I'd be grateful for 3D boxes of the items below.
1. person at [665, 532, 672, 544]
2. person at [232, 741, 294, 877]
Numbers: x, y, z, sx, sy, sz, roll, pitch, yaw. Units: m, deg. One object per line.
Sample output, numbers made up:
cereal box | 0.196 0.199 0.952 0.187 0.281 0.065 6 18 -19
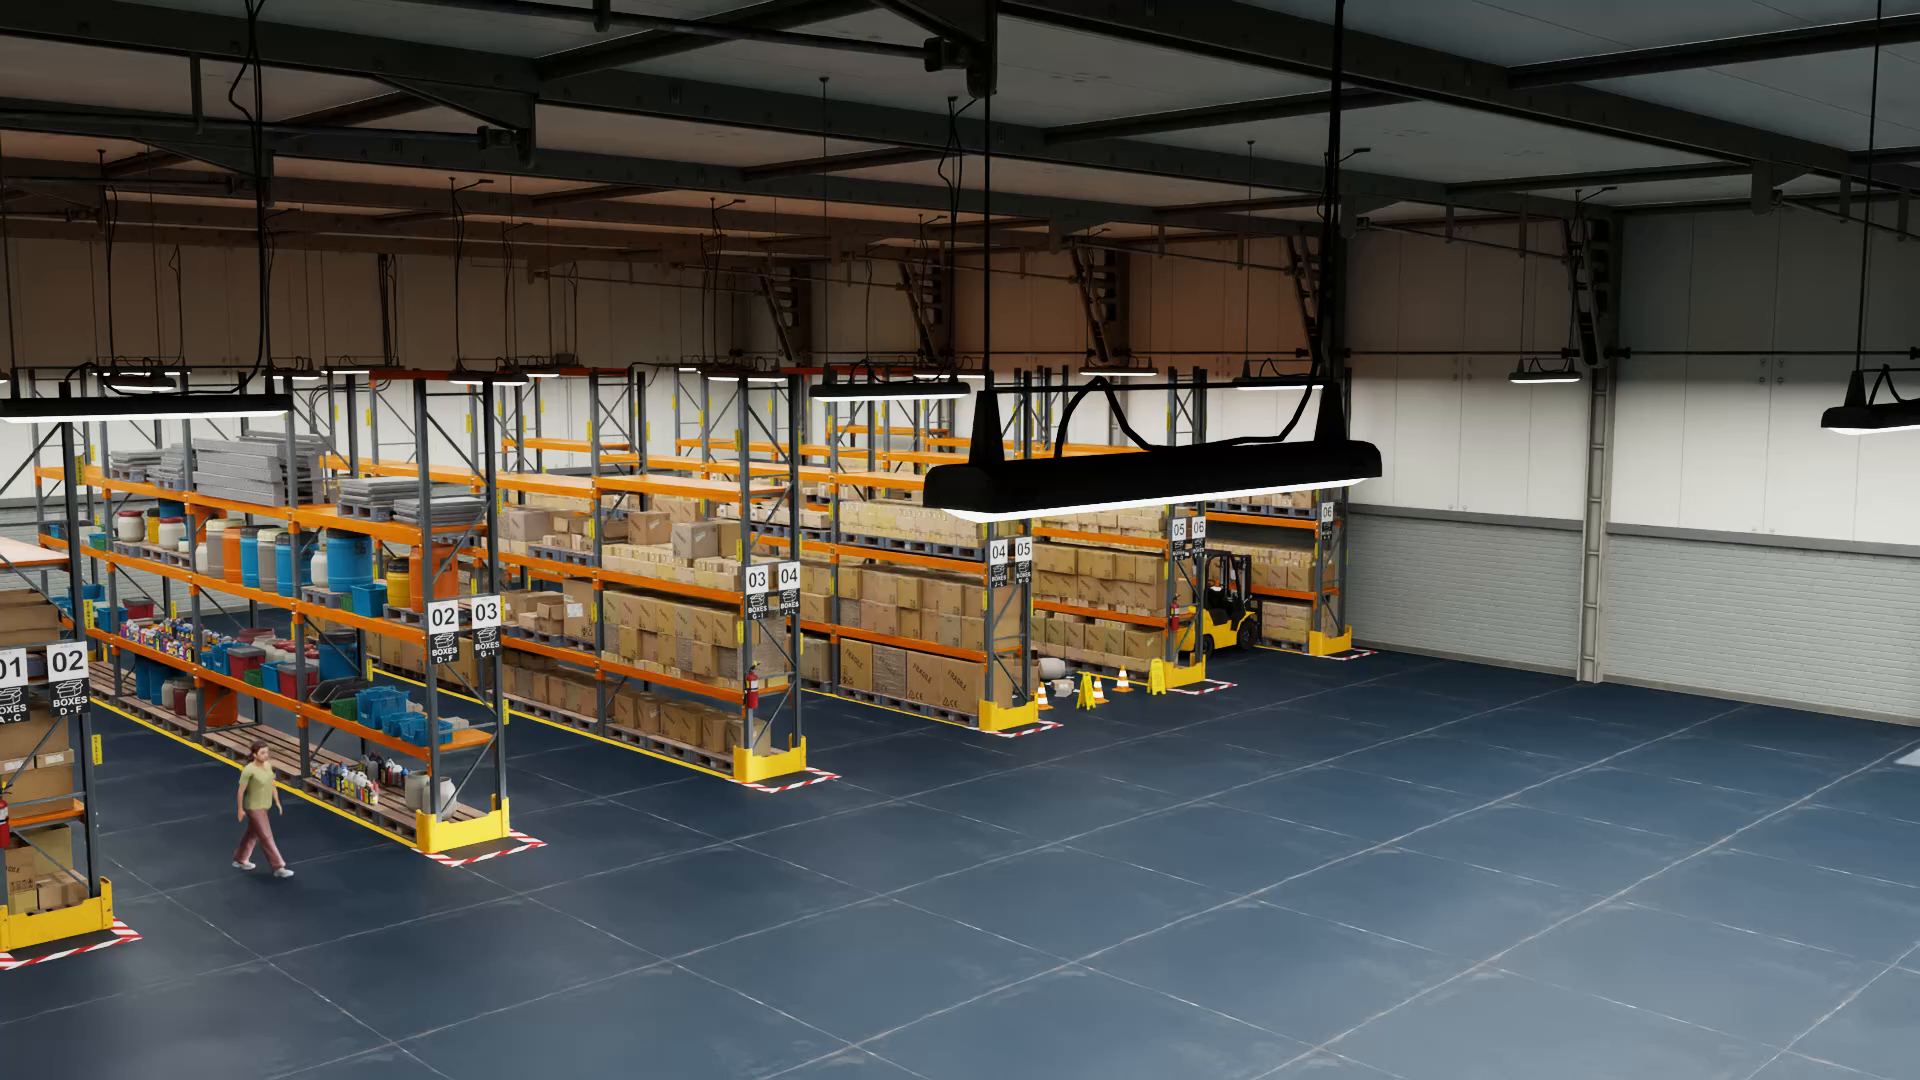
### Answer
person | -7.702 0.399 44.821 0.634 1.744 1.000 3 7 22
person | -8.431 3.242 20.130 1.010 1.596 0.478 1 7 12
